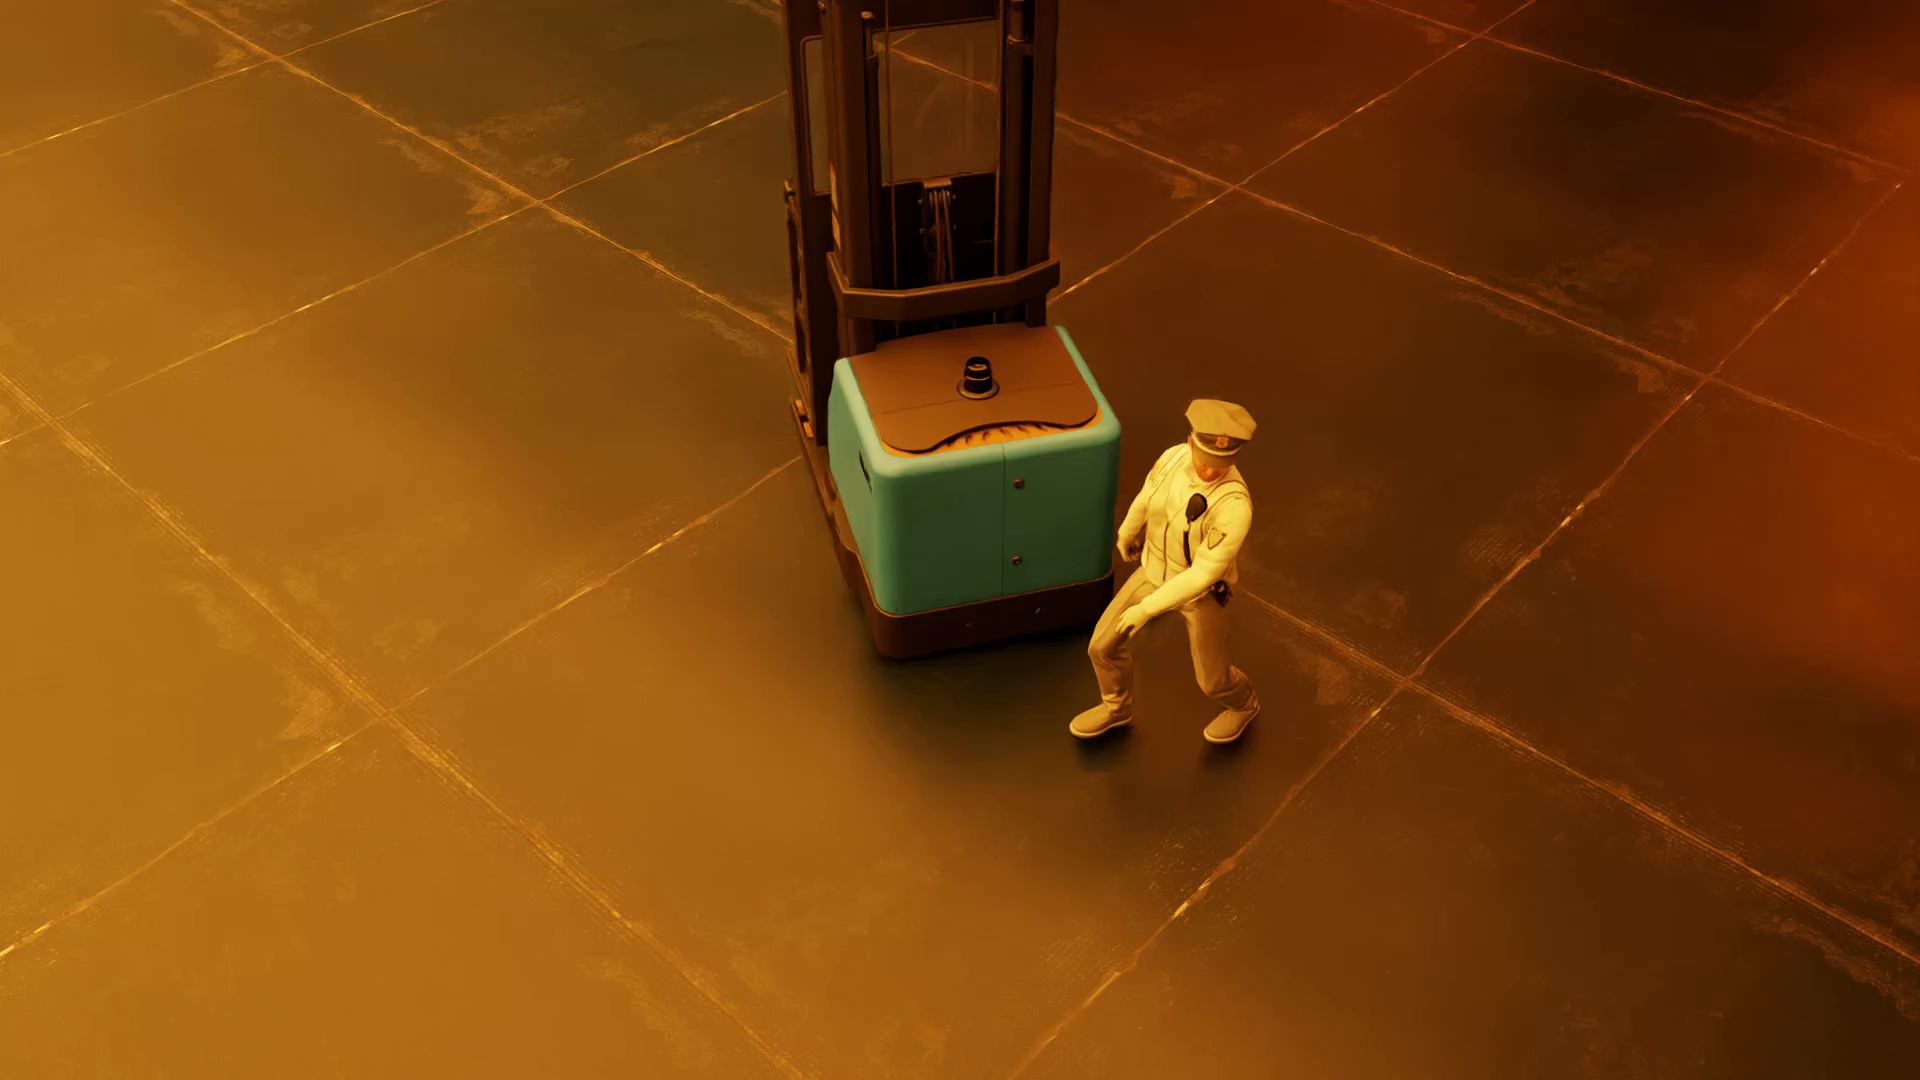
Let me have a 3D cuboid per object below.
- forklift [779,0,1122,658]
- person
[{"bbox_3d":[-0.221,-1.585,7.276,1.130,2.935,3.031,-10,42,-12],"label":"forklift"},{"bbox_3d":[0.772,0.144,6.235,0.698,1.579,0.626,-30,49,-31],"label":"person"}]
